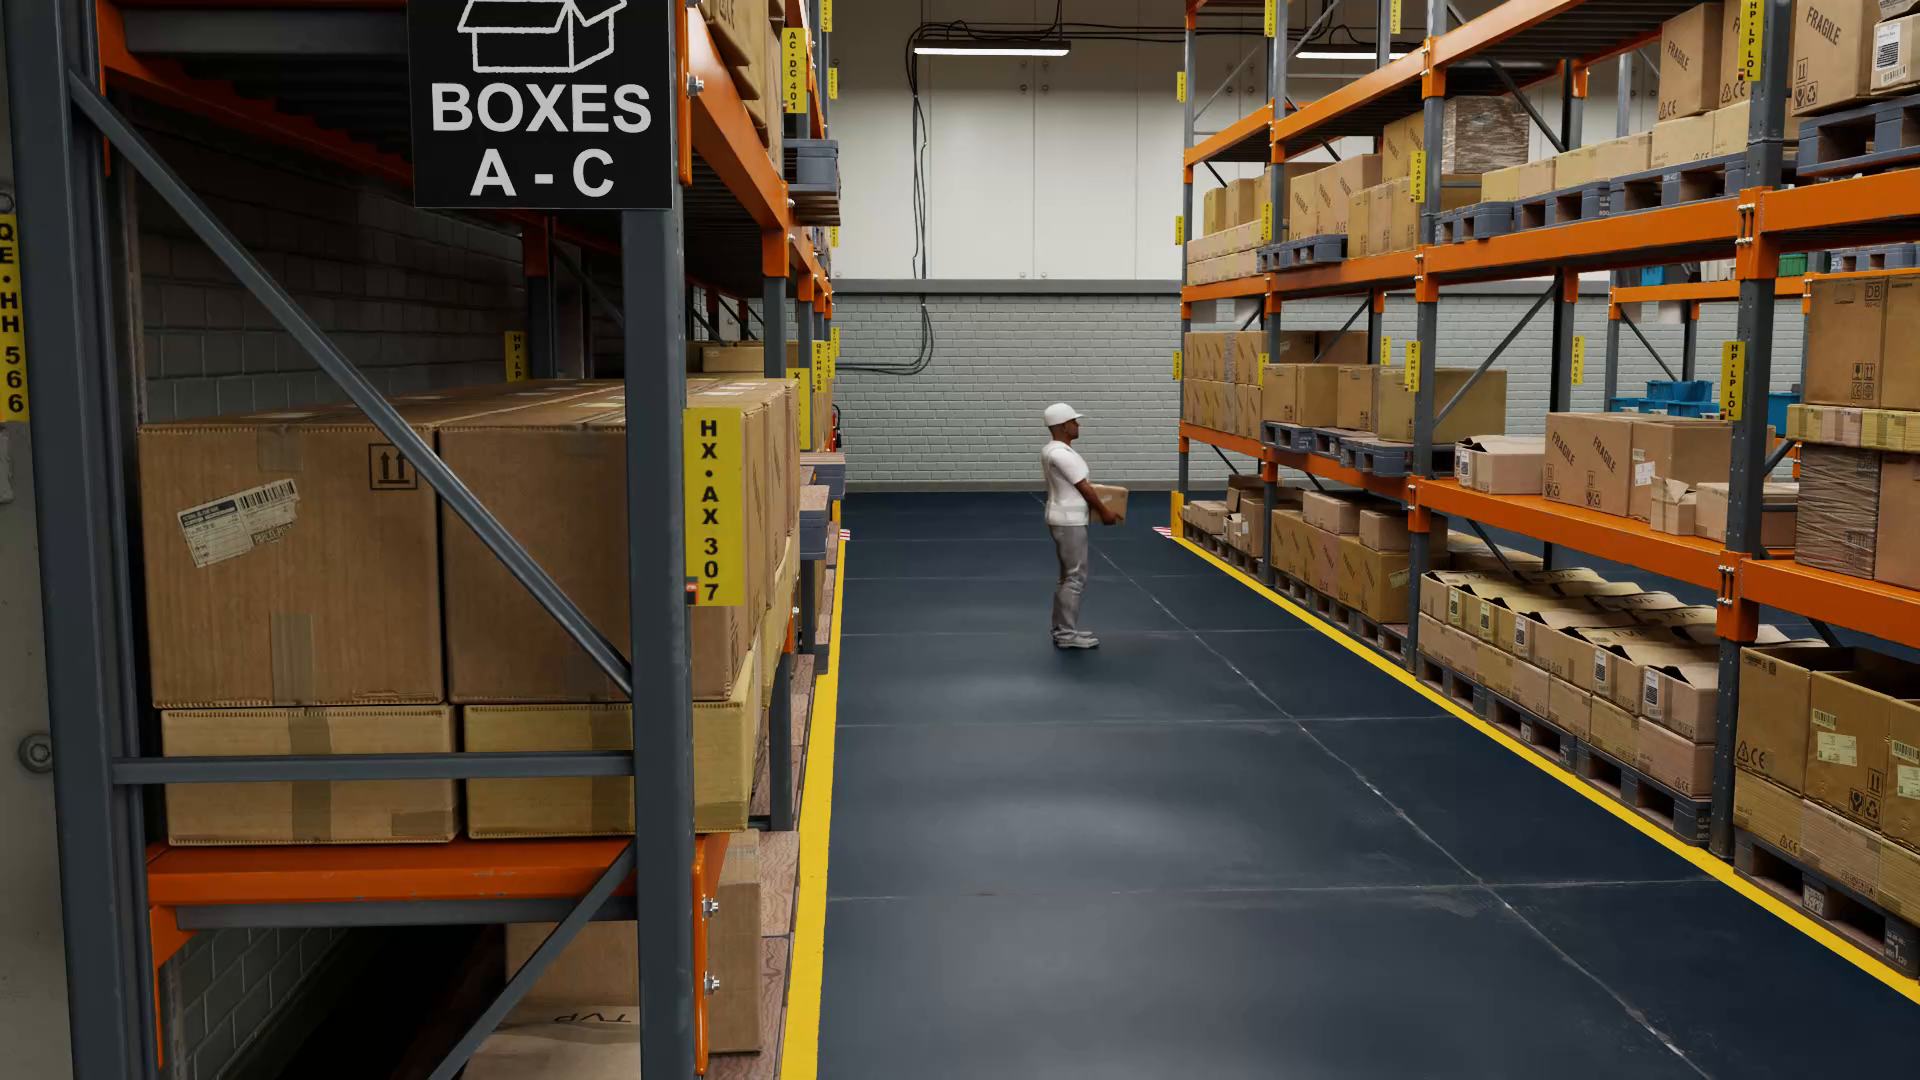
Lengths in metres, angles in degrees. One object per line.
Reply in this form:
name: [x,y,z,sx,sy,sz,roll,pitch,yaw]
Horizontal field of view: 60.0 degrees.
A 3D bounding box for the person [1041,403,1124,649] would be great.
person: [0.880,-0.111,12.097,0.577,1.762,0.505,0,7,-4]
